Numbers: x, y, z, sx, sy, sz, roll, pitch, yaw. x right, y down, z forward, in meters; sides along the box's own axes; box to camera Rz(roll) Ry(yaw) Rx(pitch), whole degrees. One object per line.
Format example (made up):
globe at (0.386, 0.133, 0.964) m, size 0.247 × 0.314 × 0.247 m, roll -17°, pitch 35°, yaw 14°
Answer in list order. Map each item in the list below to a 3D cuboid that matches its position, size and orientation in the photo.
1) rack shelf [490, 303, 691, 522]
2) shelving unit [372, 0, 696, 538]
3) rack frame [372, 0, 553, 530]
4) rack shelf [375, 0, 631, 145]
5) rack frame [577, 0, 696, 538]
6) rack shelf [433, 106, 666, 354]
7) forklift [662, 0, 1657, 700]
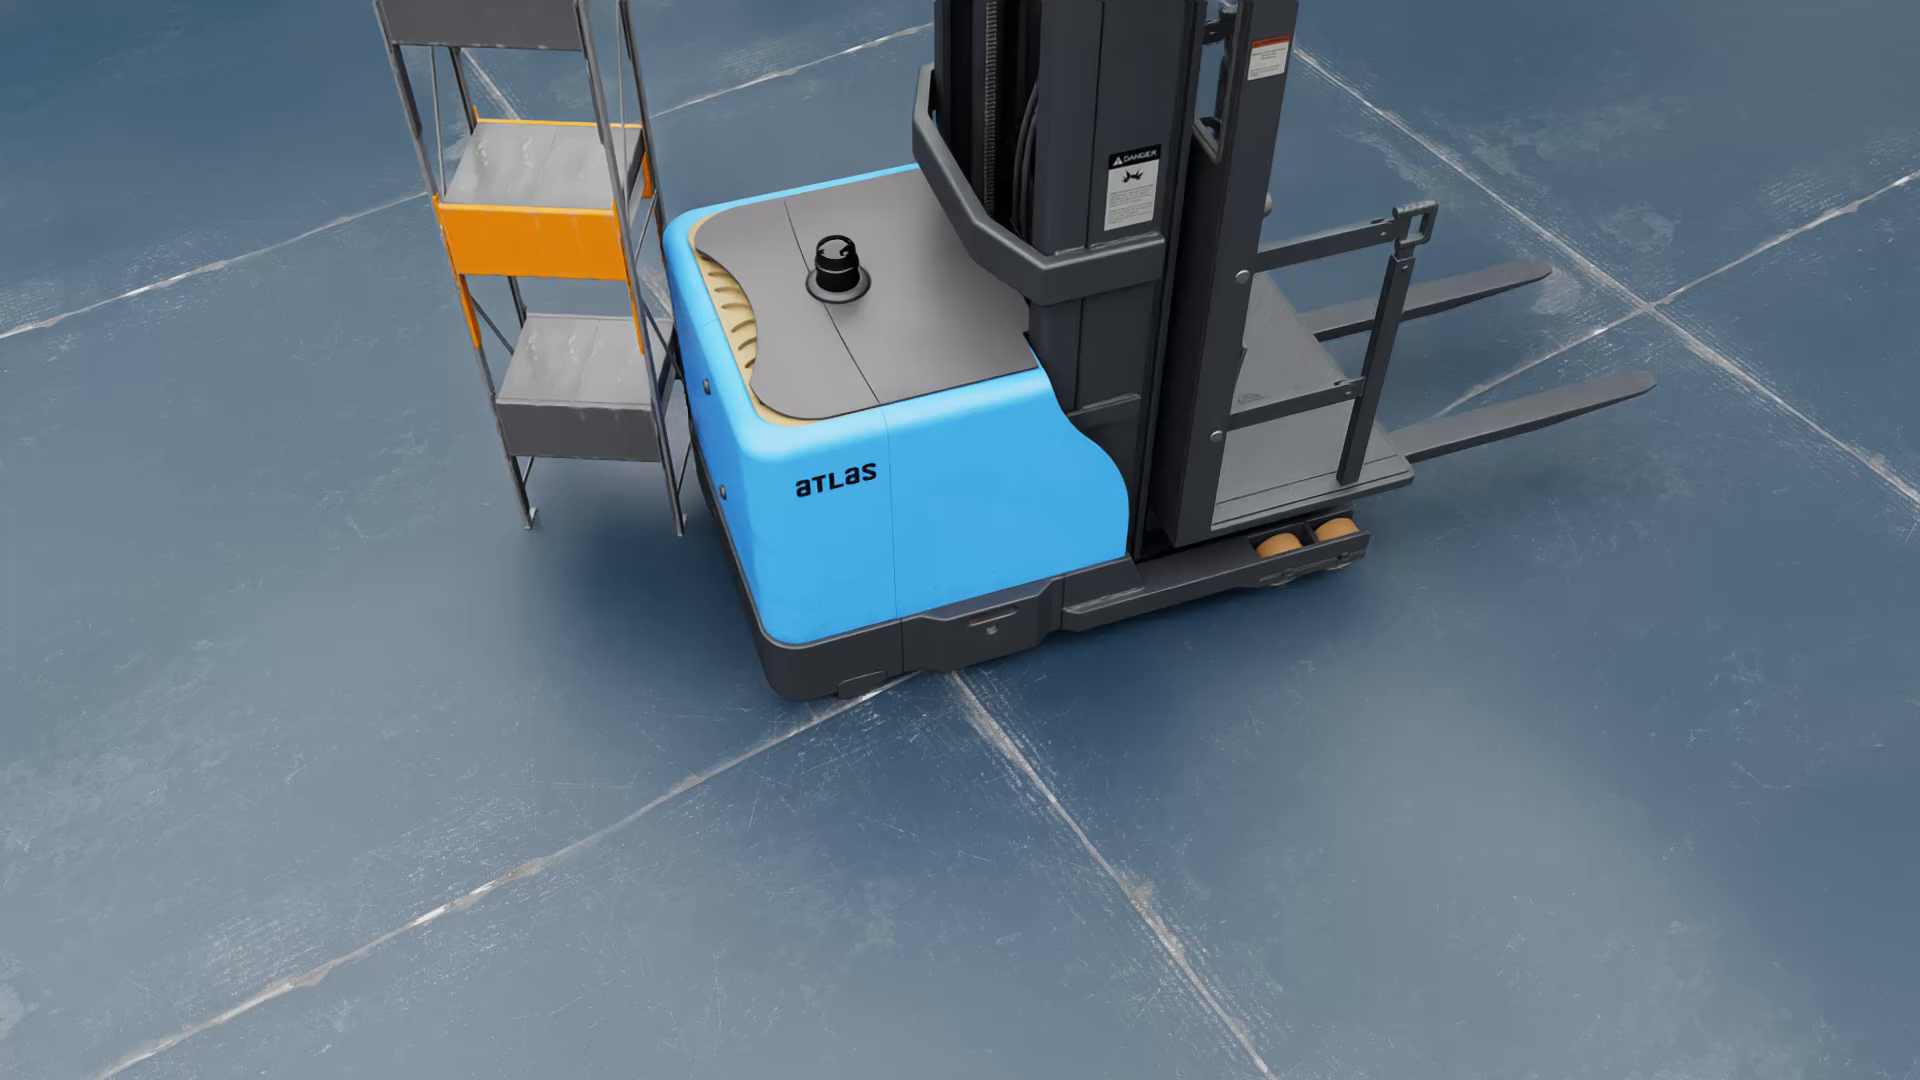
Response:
rack shelf at (-1.115, -0.392, 5.149) m, size 0.480 × 0.518 × 0.431 m, roll 3°, pitch 48°, yaw 2°
shelving unit at (-1.115, -0.867, 4.616) m, size 0.503 × 2.100 × 0.431 m, roll 3°, pitch 48°, yaw 2°
rack frame at (-1.359, -0.878, 4.626) m, size 0.015 × 2.100 × 0.400 m, roll 3°, pitch 48°, yaw 2°
rack shelf at (-1.115, -1.323, 4.103) m, size 0.480 × 0.518 × 0.431 m, roll 3°, pitch 48°, yaw 2°
rack frame at (-0.872, -0.856, 4.606) m, size 0.015 × 2.100 × 0.400 m, roll 3°, pitch 48°, yaw 2°
rack shelf at (-1.115, -0.858, 4.626) m, size 0.480 × 0.518 × 0.431 m, roll 3°, pitch 48°, yaw 2°
forklift at (0.732, -1.194, 4.351) m, size 3.031 × 2.935 × 1.130 m, roll -15°, pitch 50°, yaw -13°
